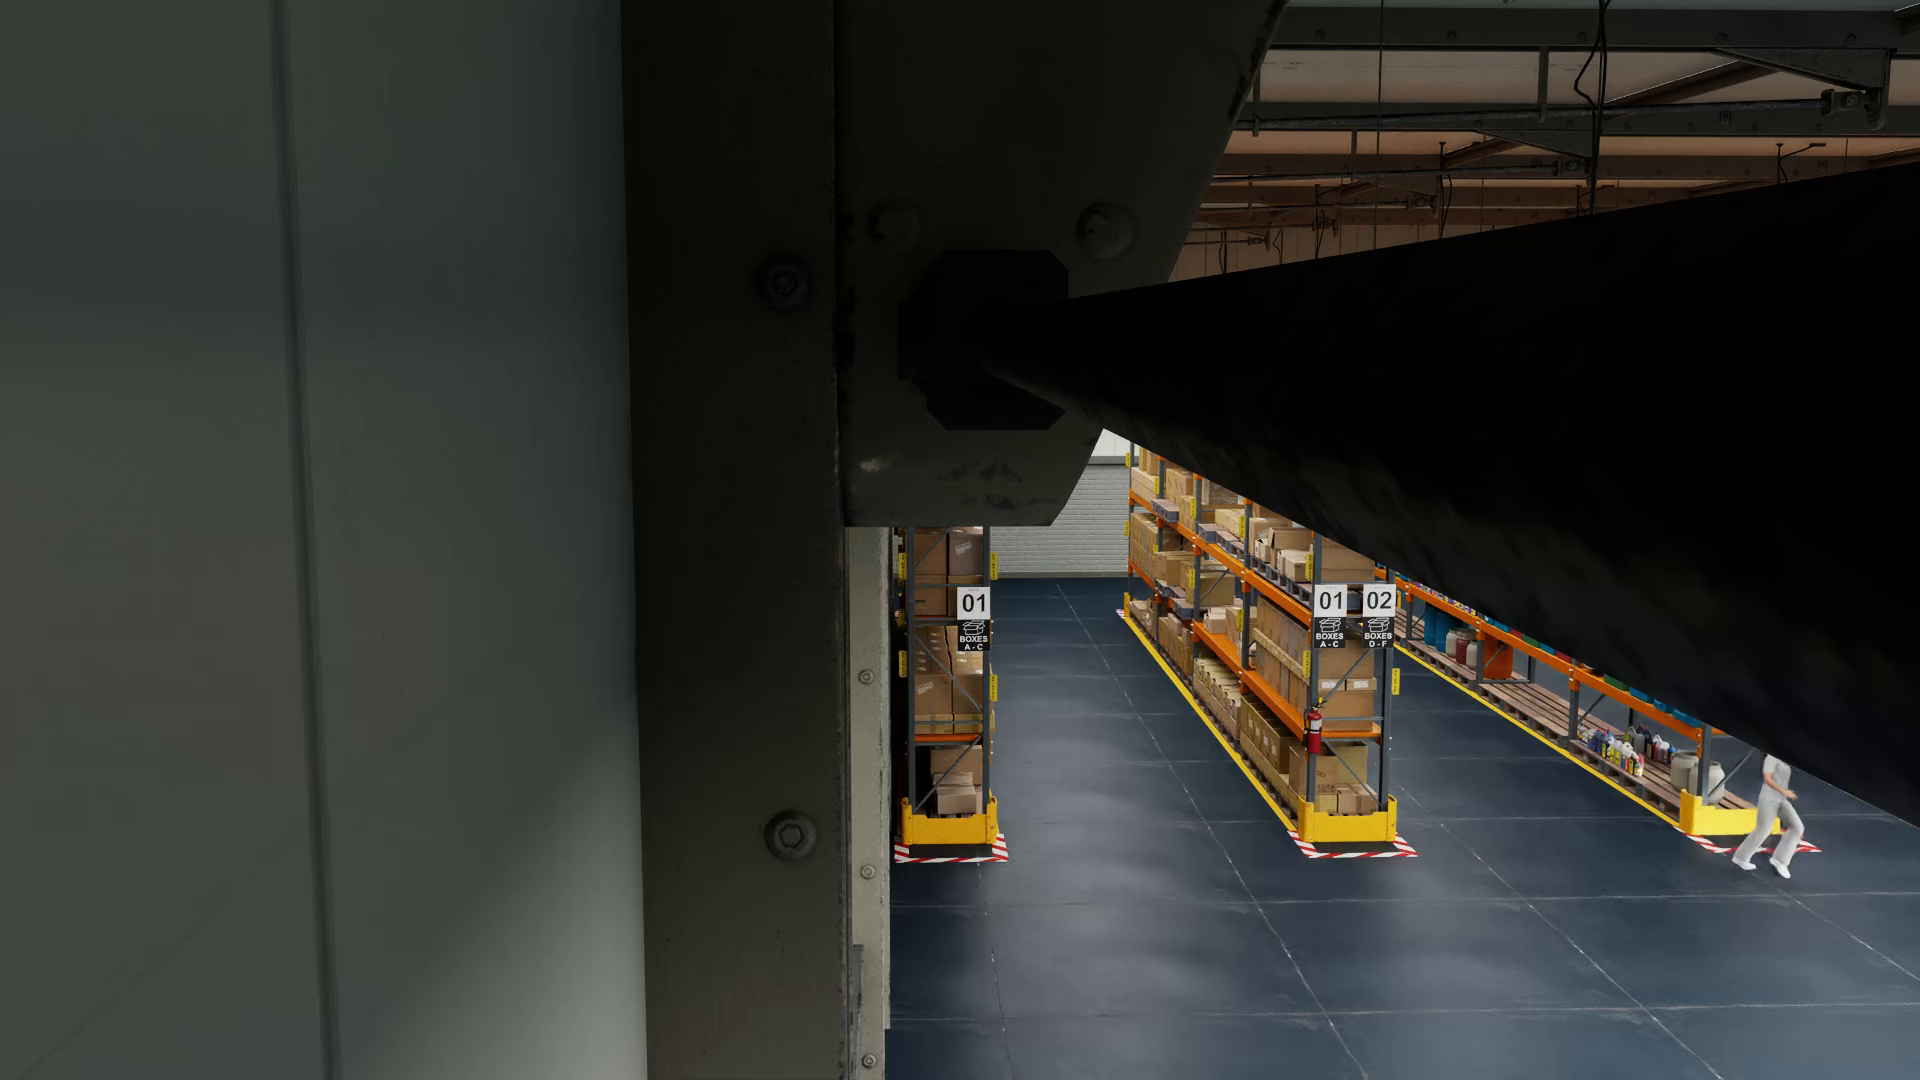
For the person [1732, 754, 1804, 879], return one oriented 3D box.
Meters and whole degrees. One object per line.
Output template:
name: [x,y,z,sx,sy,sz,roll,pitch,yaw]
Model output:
person: [9.461,3.052,19.366,0.686,1.676,0.640,7,10,43]
